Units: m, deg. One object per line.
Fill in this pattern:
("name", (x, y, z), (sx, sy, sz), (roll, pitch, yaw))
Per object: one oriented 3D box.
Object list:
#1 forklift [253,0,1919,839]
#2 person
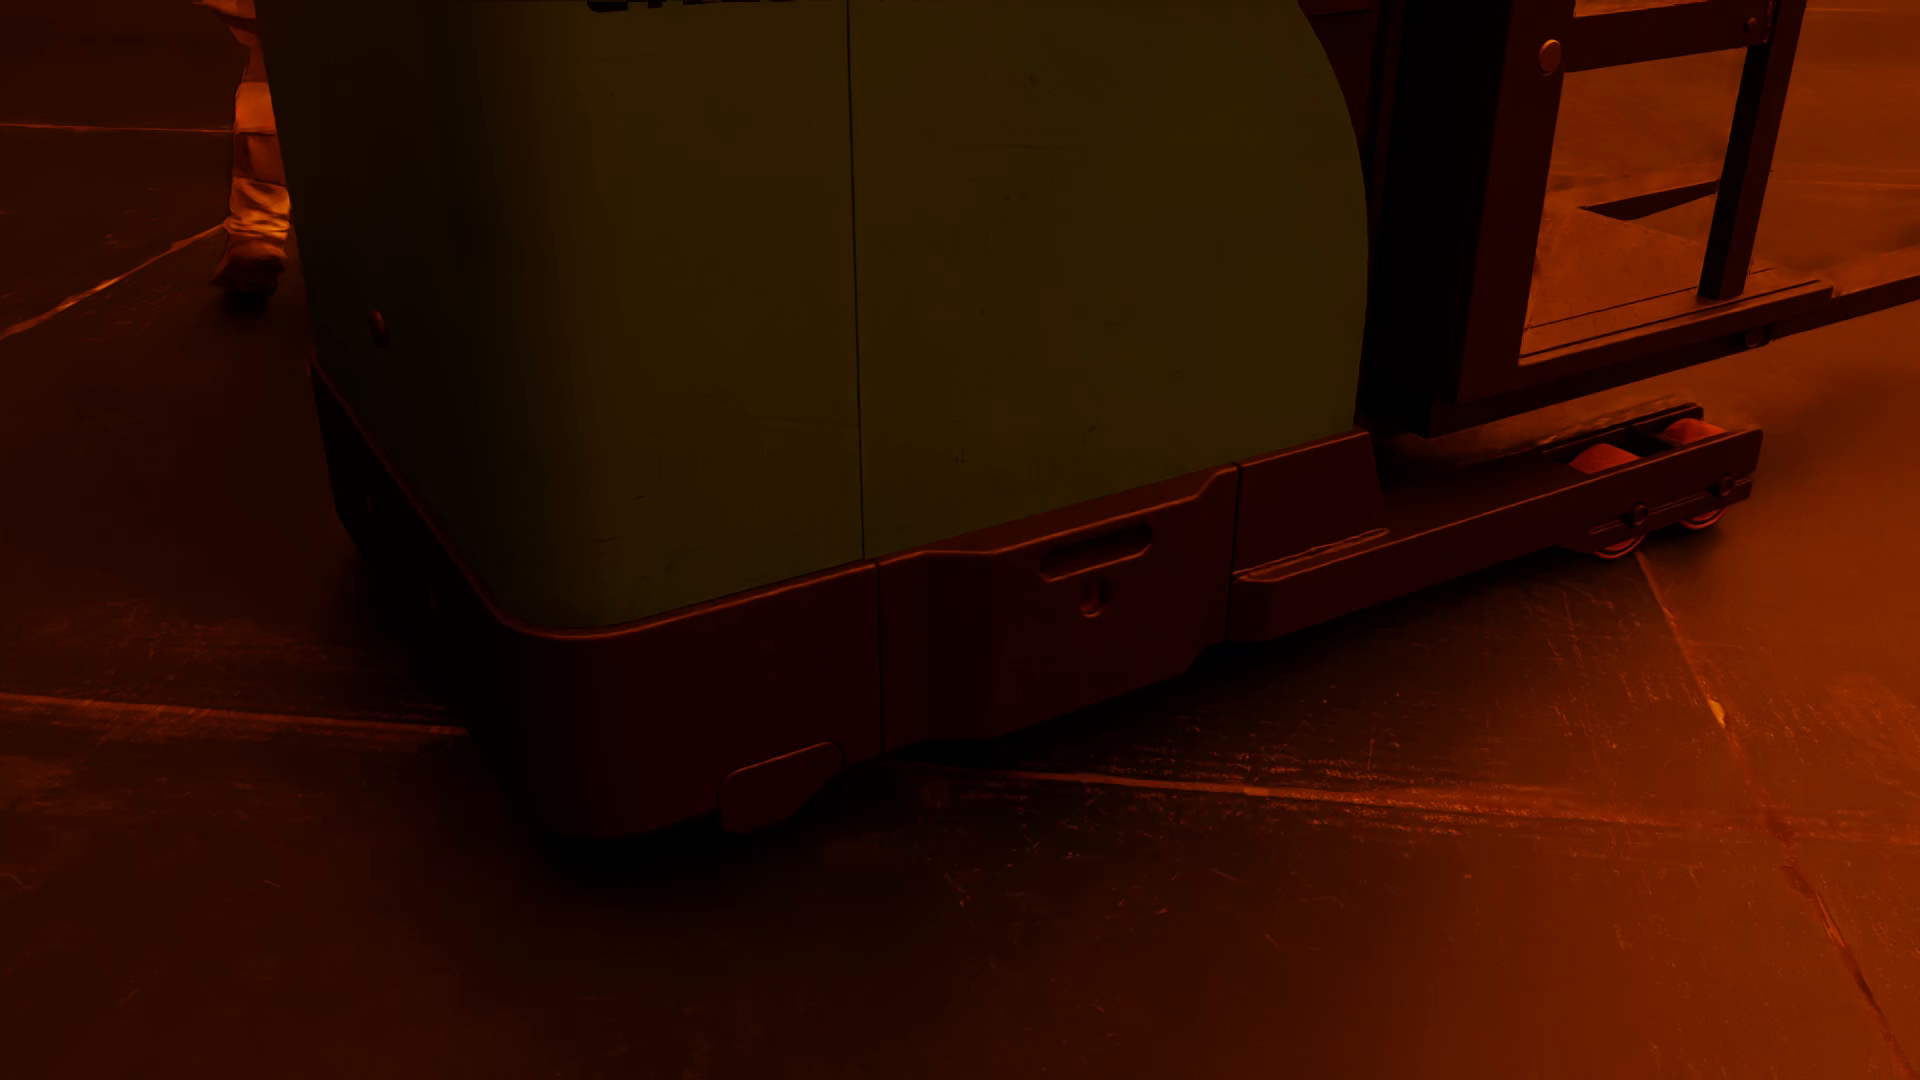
("forklift", (0.615, -1.469, 2.162), (3.031, 2.935, 1.130), (-15, 30, -28))
("person", (-1.054, -1.119, 3.032), (1.087, 1.537, 0.730), (15, 30, 27))
